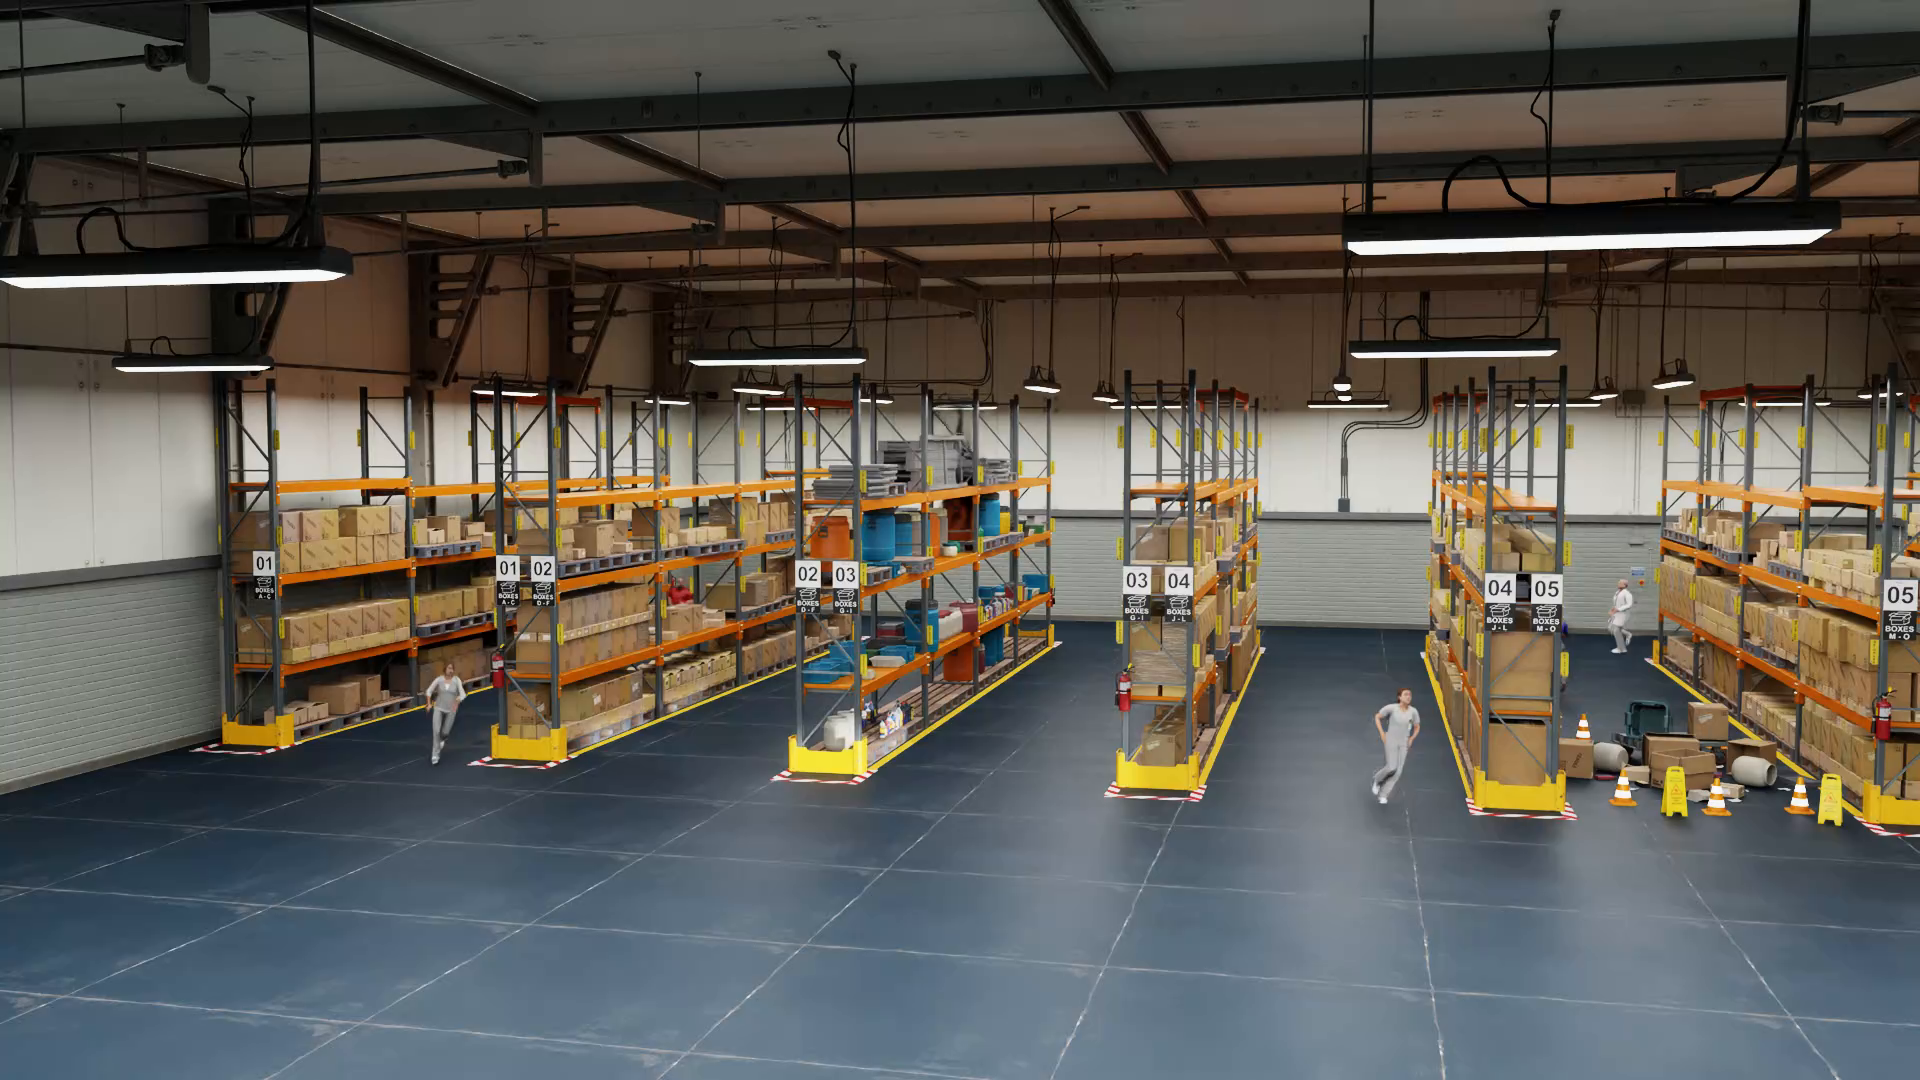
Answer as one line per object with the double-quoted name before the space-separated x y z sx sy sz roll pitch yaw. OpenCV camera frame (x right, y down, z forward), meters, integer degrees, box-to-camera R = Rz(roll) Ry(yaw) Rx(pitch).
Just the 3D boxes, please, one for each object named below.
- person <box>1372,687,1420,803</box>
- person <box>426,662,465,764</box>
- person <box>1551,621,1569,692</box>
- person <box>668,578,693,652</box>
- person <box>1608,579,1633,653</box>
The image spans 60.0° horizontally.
"person" 6.052 2.828 22.952 0.609 1.616 0.522 0 3 -6
"person" -8.059 2.680 26.059 0.590 1.560 0.645 -1 4 -16
"person" 11.783 2.176 32.895 0.566 1.662 0.929 0 3 5
"person" -6.637 1.789 39.454 0.633 1.797 0.740 0 3 -2
"person" 15.606 1.792 39.221 0.637 1.736 0.709 0 3 -4
